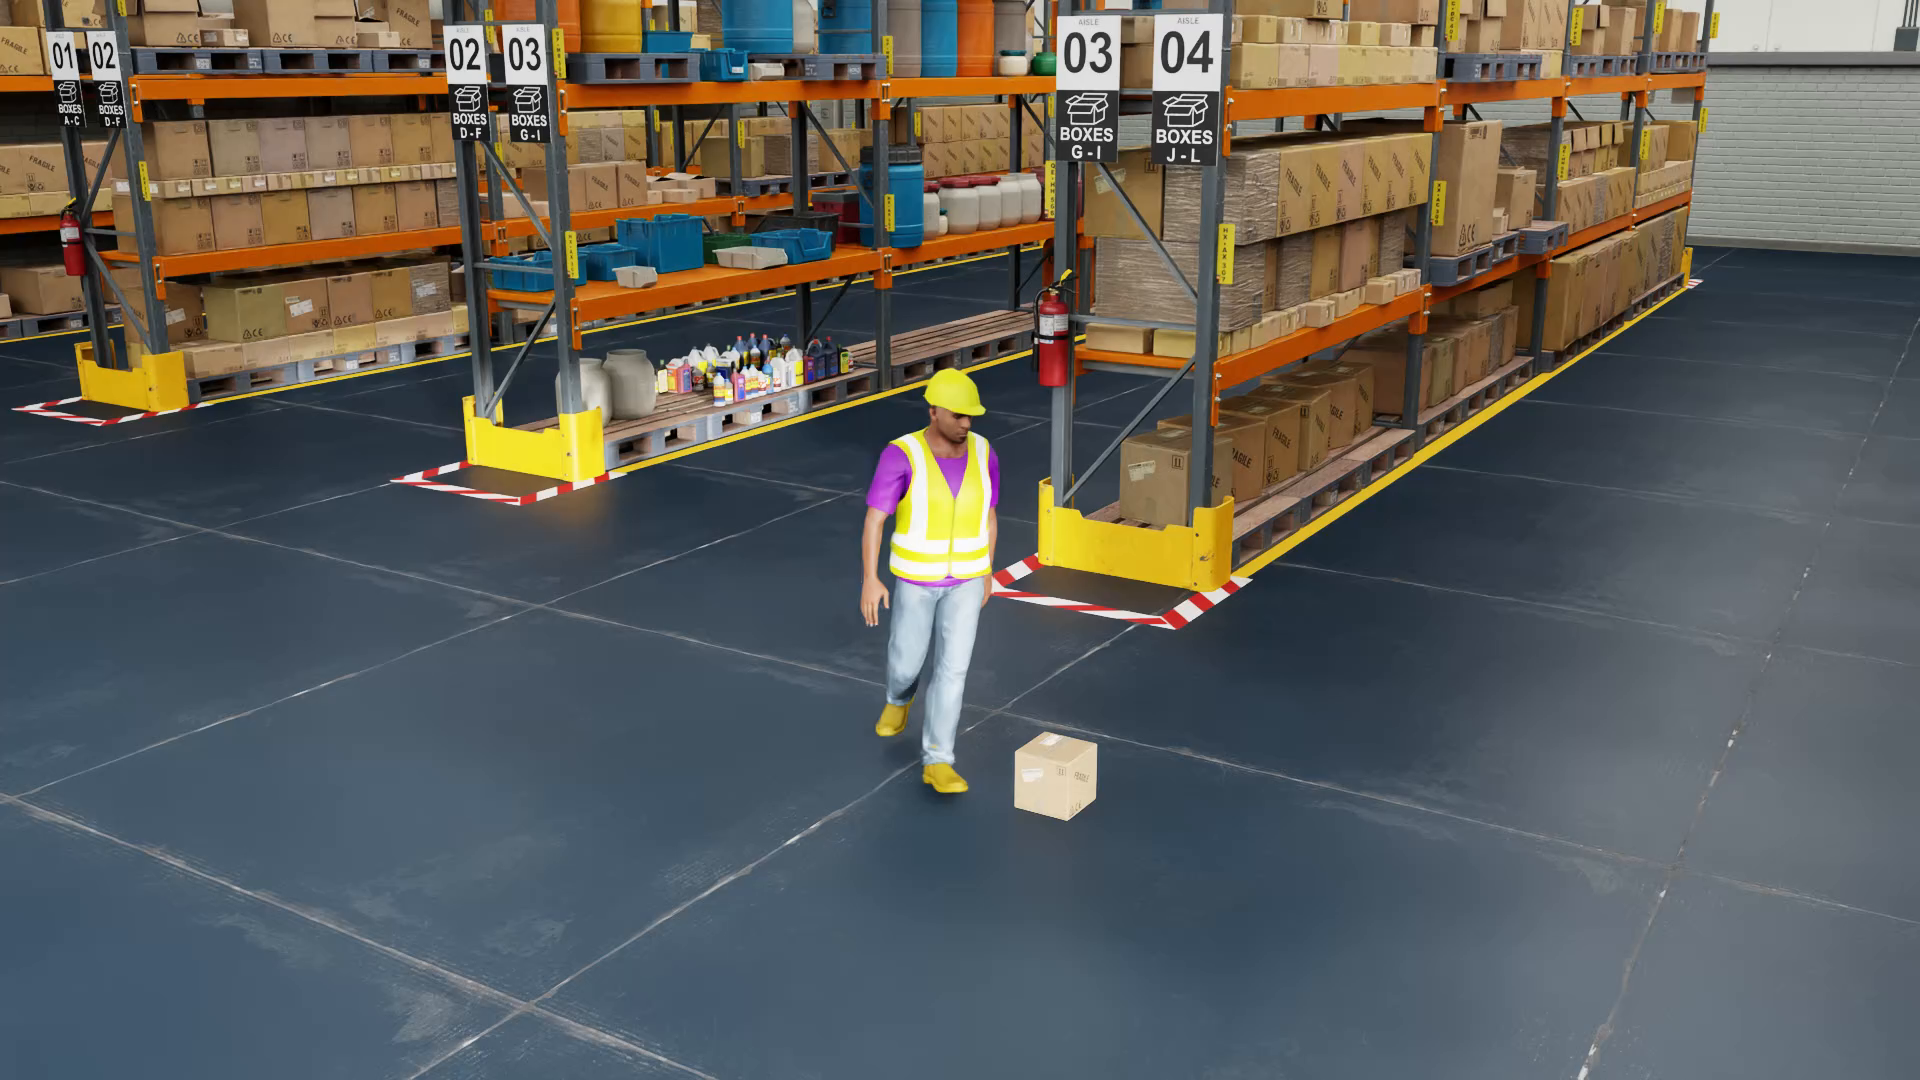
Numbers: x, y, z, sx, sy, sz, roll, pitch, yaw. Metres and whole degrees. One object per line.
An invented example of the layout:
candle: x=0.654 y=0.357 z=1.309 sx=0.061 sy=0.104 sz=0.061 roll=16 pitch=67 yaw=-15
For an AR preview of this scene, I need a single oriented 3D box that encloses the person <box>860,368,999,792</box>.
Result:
person: x=-0.135 y=0.144 z=6.998 sx=0.654 sy=1.754 sz=0.822 roll=-5 pitch=17 yaw=-17
